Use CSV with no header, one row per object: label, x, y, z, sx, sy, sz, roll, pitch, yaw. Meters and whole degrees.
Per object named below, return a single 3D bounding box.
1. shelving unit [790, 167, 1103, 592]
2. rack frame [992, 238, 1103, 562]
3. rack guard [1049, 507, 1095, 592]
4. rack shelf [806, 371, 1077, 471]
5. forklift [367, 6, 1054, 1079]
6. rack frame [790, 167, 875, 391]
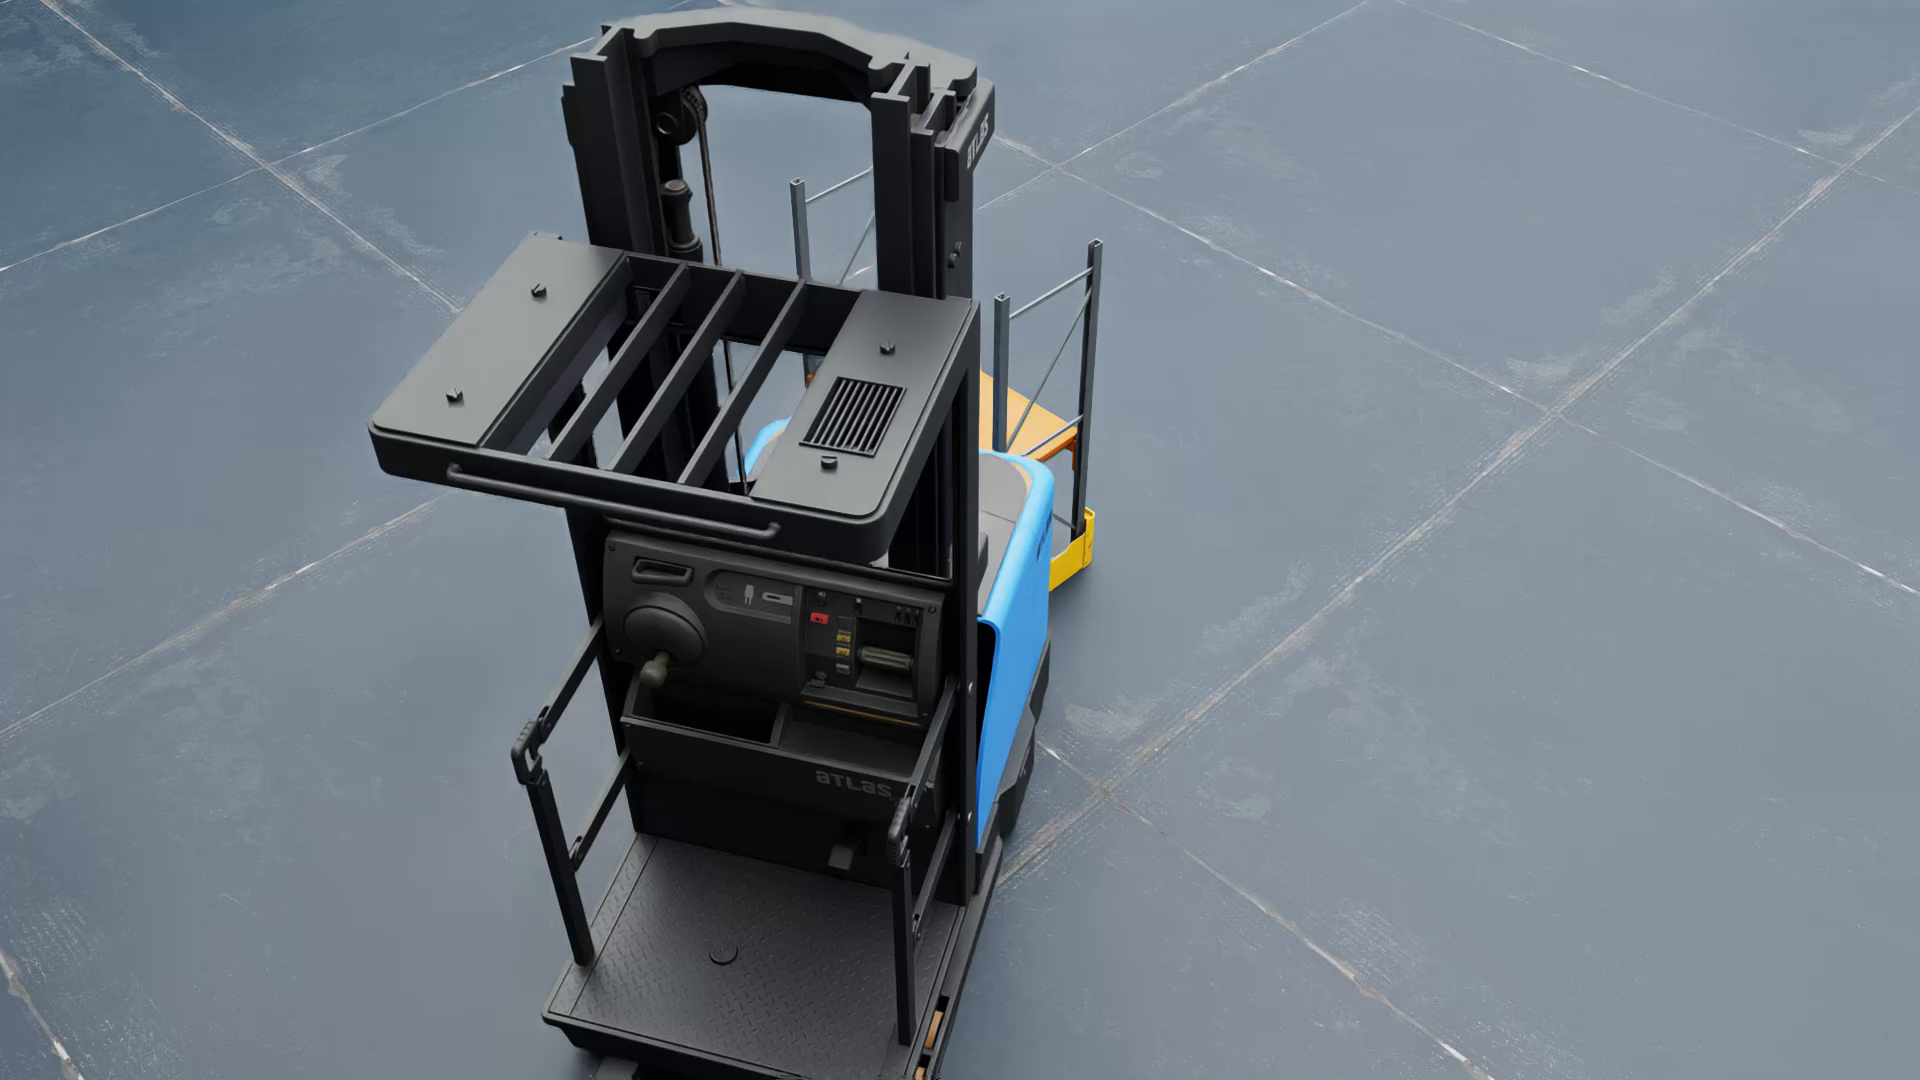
shelving unit,-0.054,-0.587,6.281,0.587,1.500,1.083,-34,53,-31
rack frame,0.299,-0.348,6.021,0.500,1.500,0.032,-34,53,-31
rack guard,0.298,0.111,6.446,0.587,0.250,0.087,-34,53,-31
rack shelf,-0.060,-0.460,6.407,0.538,0.185,1.000,-34,53,-31
forklift,-0.557,0.331,4.232,1.130,2.935,3.031,10,44,11
rack frame,-0.419,-0.836,6.550,0.500,1.500,0.032,-34,53,-31
